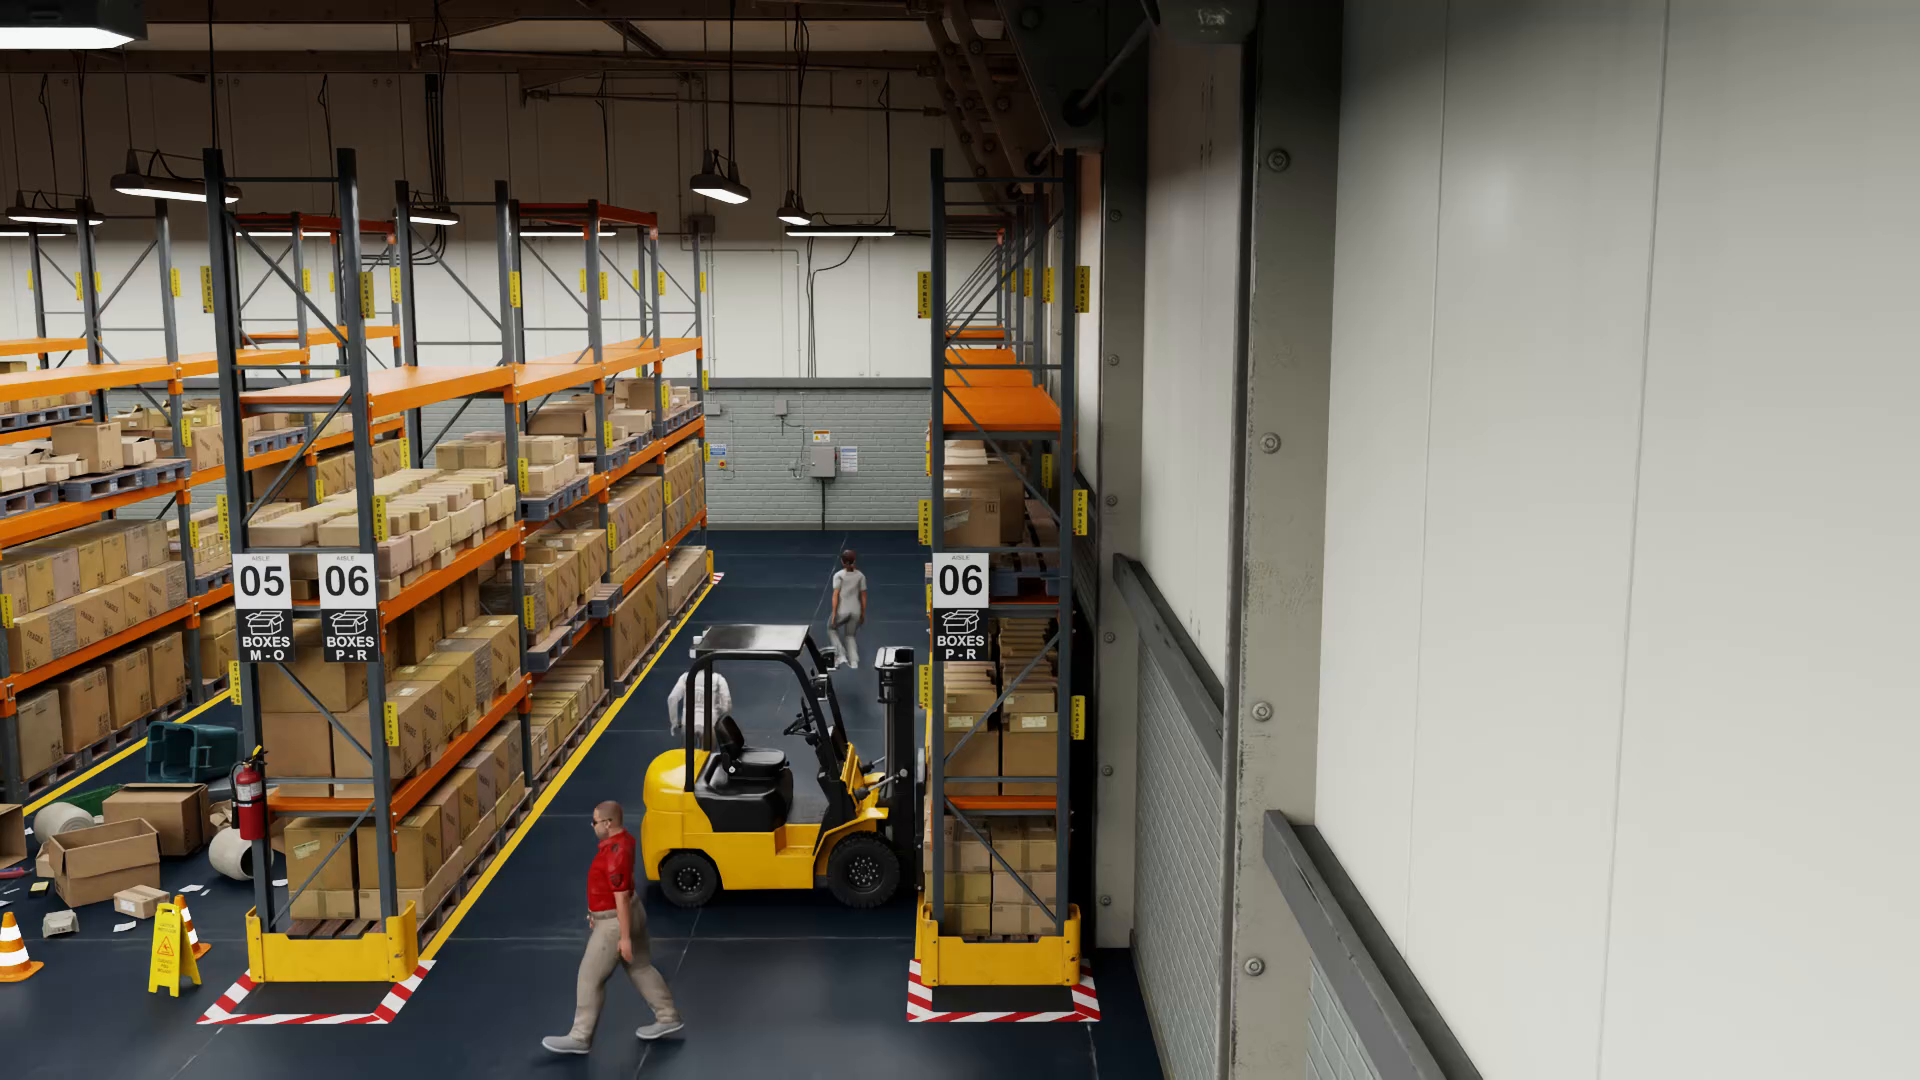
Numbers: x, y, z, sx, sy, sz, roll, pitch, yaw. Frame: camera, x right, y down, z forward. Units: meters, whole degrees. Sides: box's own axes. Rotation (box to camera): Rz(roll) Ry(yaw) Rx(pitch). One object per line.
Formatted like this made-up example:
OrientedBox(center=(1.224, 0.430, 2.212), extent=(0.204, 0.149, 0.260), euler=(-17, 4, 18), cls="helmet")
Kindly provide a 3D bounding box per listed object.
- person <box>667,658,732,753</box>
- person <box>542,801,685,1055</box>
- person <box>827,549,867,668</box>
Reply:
OrientedBox(center=(-2.529, 1.823, 16.215), extent=(0.609, 1.573, 0.700), euler=(0, 9, 0), cls="person")
OrientedBox(center=(-2.331, 2.561, 11.152), extent=(0.882, 1.686, 0.543), euler=(1, 9, 4), cls="person")
OrientedBox(center=(-1.400, 0.875, 20.845), extent=(0.488, 1.518, 0.671), euler=(-3, 10, -19), cls="person")
